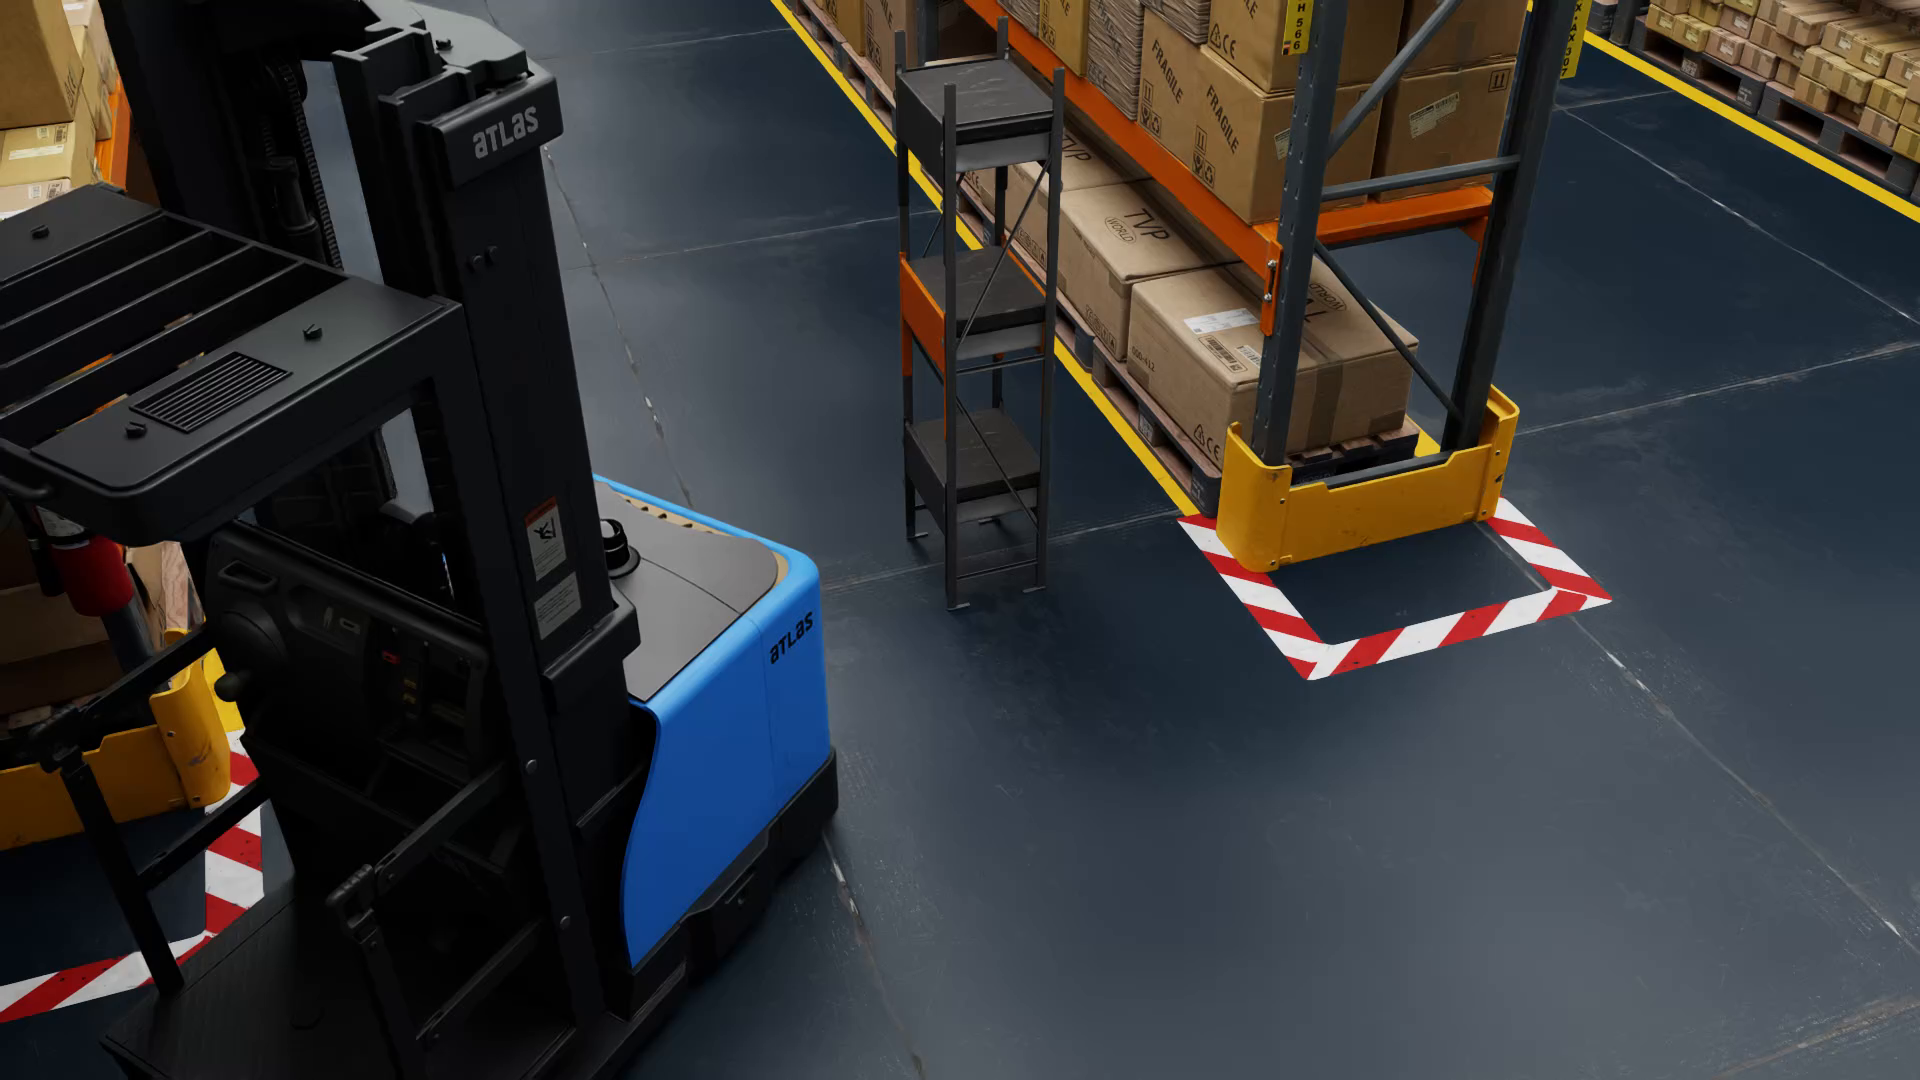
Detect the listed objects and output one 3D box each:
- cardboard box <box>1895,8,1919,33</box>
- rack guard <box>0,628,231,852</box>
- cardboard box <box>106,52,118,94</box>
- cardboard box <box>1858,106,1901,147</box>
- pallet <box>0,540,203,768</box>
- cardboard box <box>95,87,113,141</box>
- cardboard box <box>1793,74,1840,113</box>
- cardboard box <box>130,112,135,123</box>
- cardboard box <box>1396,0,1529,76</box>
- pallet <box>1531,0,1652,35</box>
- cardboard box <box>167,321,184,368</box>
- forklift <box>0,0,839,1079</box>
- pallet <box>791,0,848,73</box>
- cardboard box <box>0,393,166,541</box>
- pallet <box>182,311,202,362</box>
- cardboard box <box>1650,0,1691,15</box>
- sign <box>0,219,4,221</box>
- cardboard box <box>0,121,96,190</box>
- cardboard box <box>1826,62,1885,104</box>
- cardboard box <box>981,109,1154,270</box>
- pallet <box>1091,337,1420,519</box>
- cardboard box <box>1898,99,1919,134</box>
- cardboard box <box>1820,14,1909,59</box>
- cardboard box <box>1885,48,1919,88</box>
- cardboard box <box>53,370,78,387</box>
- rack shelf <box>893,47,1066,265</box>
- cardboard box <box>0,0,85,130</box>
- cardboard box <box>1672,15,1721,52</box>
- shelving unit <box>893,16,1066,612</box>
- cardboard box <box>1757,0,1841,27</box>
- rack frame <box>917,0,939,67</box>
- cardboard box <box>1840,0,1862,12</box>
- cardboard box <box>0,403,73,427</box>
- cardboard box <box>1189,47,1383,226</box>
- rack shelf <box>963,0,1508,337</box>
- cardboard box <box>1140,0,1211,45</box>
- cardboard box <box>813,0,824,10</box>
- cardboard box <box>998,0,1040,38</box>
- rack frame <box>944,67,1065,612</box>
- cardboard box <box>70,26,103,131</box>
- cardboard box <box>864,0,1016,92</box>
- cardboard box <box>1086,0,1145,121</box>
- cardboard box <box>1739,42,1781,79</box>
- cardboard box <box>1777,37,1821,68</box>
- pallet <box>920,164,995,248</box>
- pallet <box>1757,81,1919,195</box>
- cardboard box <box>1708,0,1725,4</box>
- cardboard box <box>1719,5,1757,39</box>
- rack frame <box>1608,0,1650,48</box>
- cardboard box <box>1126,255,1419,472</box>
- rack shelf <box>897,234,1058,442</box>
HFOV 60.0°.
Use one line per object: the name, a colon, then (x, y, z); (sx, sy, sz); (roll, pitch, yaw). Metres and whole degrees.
cardboard box: (5.746, -3.027, 9.801); (0.380, 0.149, 0.250); (-14, 39, -18)
rack guard: (-3.060, 0.698, 5.408); (1.175, 0.500, 0.348); (-12, 39, -16)
cardboard box: (-3.842, -2.004, 7.127); (0.380, 0.149, 0.250); (-11, 38, -15)
cardboard box: (5.349, -2.370, 9.424); (0.380, 0.149, 0.250); (-12, 39, -15)
pallet: (-3.335, 0.364, 6.092); (1.003, 0.211, 1.213); (-12, 39, -16)
cardboard box: (-3.662, -1.712, 6.739); (0.380, 0.149, 0.250); (-13, 39, -17)
cardboard box: (5.170, -2.661, 9.810); (0.380, 0.149, 0.250); (-13, 39, -17)
cardboard box: (-4.284, -2.203, 8.371); (0.380, 0.149, 0.250); (-11, 38, -14)
cardboard box: (1.727, -2.057, 6.073); (0.500, 0.500, 0.500); (-13, 39, -17)
pallet: (4.592, -3.954, 11.824); (1.003, 0.211, 1.213); (-12, 39, -16)
cardboard box: (-3.770, -0.869, 7.139); (0.700, 0.500, 0.500); (-14, 39, -18)
forklift: (-1.586, 0.353, 3.845); (1.130, 2.935, 3.031); (20, 41, 24)
pallet: (-0.511, -3.544, 11.279); (1.003, 0.211, 1.213); (-12, 39, -16)
cardboard box: (-3.413, -0.283, 6.361); (0.700, 0.500, 0.500); (-11, 38, -14)
pallet: (-4.175, -1.015, 7.922); (1.003, 0.211, 1.213); (-12, 39, -16)
cardboard box: (4.686, -3.505, 10.684); (0.380, 0.149, 0.250); (-11, 38, -14)
sign: (-2.525, -0.716, 4.487); (0.100, 0.325, 0.005); (-12, 39, -16)
cardboard box: (-3.288, -1.199, 5.726); (0.500, 0.250, 0.500); (-13, 39, -17)
cardboard box: (5.226, -2.637, 9.532); (0.380, 0.149, 0.250); (-12, 39, -15)
cardboard box: (0.673, -1.809, 8.438); (0.875, 0.438, 0.875); (-14, 39, -17)
pallet: (1.277, -0.609, 7.383); (1.003, 0.211, 1.213); (-12, 39, -16)
cardboard box: (5.418, -2.339, 9.135); (0.380, 0.149, 0.250); (-12, 39, -15)
cardboard box: (5.251, -2.917, 9.656); (0.380, 0.149, 0.250); (-14, 39, -18)
cardboard box: (5.416, -2.628, 9.271); (0.380, 0.149, 0.250); (-14, 39, -17)
cardboard box: (-2.937, -0.628, 4.968); (0.500, 0.250, 0.500); (-12, 39, -16)
rack shelf: (0.057, -1.293, 5.581); (0.431, 0.518, 0.480); (-12, 39, -16)
cardboard box: (-3.454, -1.775, 5.868); (0.500, 0.500, 0.500); (-11, 38, -15)
cardboard box: (4.777, -3.235, 10.572); (0.380, 0.149, 0.250); (-11, 38, -15)
shelving unit: (0.057, -0.745, 5.994); (0.431, 2.100, 0.503); (-12, 39, -16)
cardboard box: (5.069, -3.215, 10.051); (0.380, 0.149, 0.250); (-13, 39, -17)
rack frame: (0.249, -3.547, 8.966); (1.000, 3.000, 0.127); (-12, 39, -16)
cardboard box: (5.462, -3.310, 10.178); (0.380, 0.149, 0.250); (-11, 38, -14)
cardboard box: (-2.890, -0.399, 4.996); (0.380, 0.149, 0.250); (-13, 39, -16)
cardboard box: (1.211, -1.545, 6.225); (0.500, 0.500, 0.500); (-12, 39, -16)
rack shelf: (0.937, -2.130, 7.682); (1.077, 0.370, 4.000); (-12, 39, -16)
cardboard box: (1.028, -2.239, 6.315); (0.500, 0.500, 0.500); (-12, 39, -16)
cardboard box: (-0.665, -4.213, 11.267); (0.875, 0.875, 0.875); (-12, 39, -15)
cardboard box: (0.499, -2.700, 7.758); (0.500, 0.500, 0.500); (-12, 39, -16)
rack frame: (0.141, -0.607, 5.811); (0.400, 2.100, 0.015); (-12, 39, -16)
cardboard box: (-3.661, -1.774, 6.490); (0.500, 0.250, 0.500); (-13, 39, -16)
cardboard box: (-0.040, -3.199, 9.921); (0.875, 0.875, 0.875); (-11, 38, -15)
cardboard box: (0.866, -2.120, 6.988); (0.500, 0.500, 0.500); (-11, 38, -15)
cardboard box: (5.045, -2.972, 10.224); (0.380, 0.149, 0.250); (-13, 39, -17)
cardboard box: (5.138, -2.938, 9.930); (0.380, 0.149, 0.250); (-11, 38, -14)
pallet: (0.437, -1.987, 9.213); (1.003, 0.211, 1.213); (-12, 39, -16)
pallet: (5.550, -2.452, 9.830); (1.003, 0.211, 1.213); (-12, 39, -16)
cardboard box: (4.825, -3.490, 10.416); (0.380, 0.149, 0.250); (-11, 38, -14)
cardboard box: (4.975, -3.251, 10.346); (0.380, 0.149, 0.250); (-13, 39, -16)
rack frame: (4.862, -4.629, 10.402); (1.000, 3.000, 0.127); (-12, 39, -16)
cardboard box: (1.304, -0.784, 7.078); (0.875, 0.438, 0.875); (-14, 39, -17)
rack shelf: (0.057, -0.734, 6.002); (0.431, 0.518, 0.480); (-12, 39, -16)
